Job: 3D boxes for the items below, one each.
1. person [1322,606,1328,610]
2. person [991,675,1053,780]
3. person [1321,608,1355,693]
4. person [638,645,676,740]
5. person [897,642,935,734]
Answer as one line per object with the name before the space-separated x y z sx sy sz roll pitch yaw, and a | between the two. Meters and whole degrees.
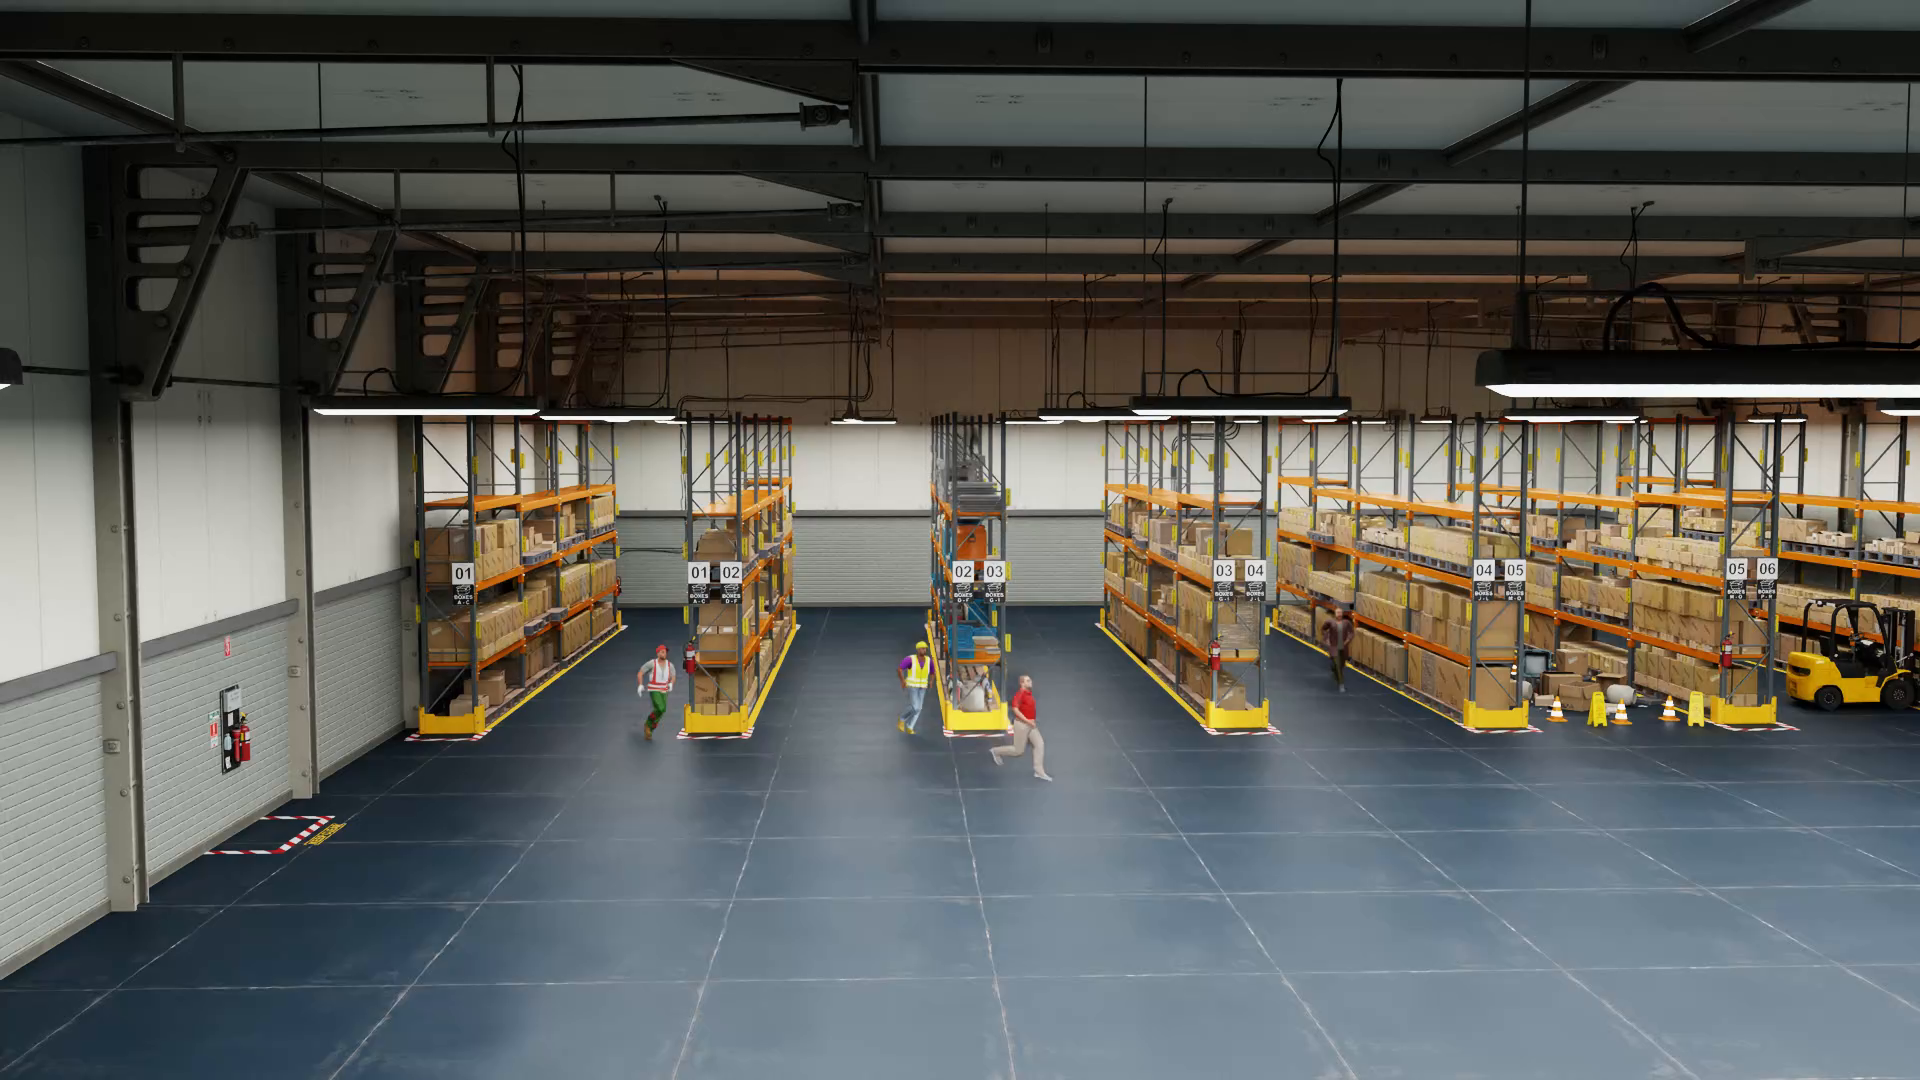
person | 10.836 1.492 48.851 0.898 1.805 0.653 -1 4 -8
person | 1.016 3.060 27.095 1.027 1.720 0.642 2 4 26
person | 8.292 2.418 36.404 0.675 1.704 1.213 0 4 -7
person | -5.486 2.787 30.403 0.708 1.712 0.597 -3 5 -38
person | -0.773 2.753 31.037 0.726 1.710 0.542 -2 4 -29
